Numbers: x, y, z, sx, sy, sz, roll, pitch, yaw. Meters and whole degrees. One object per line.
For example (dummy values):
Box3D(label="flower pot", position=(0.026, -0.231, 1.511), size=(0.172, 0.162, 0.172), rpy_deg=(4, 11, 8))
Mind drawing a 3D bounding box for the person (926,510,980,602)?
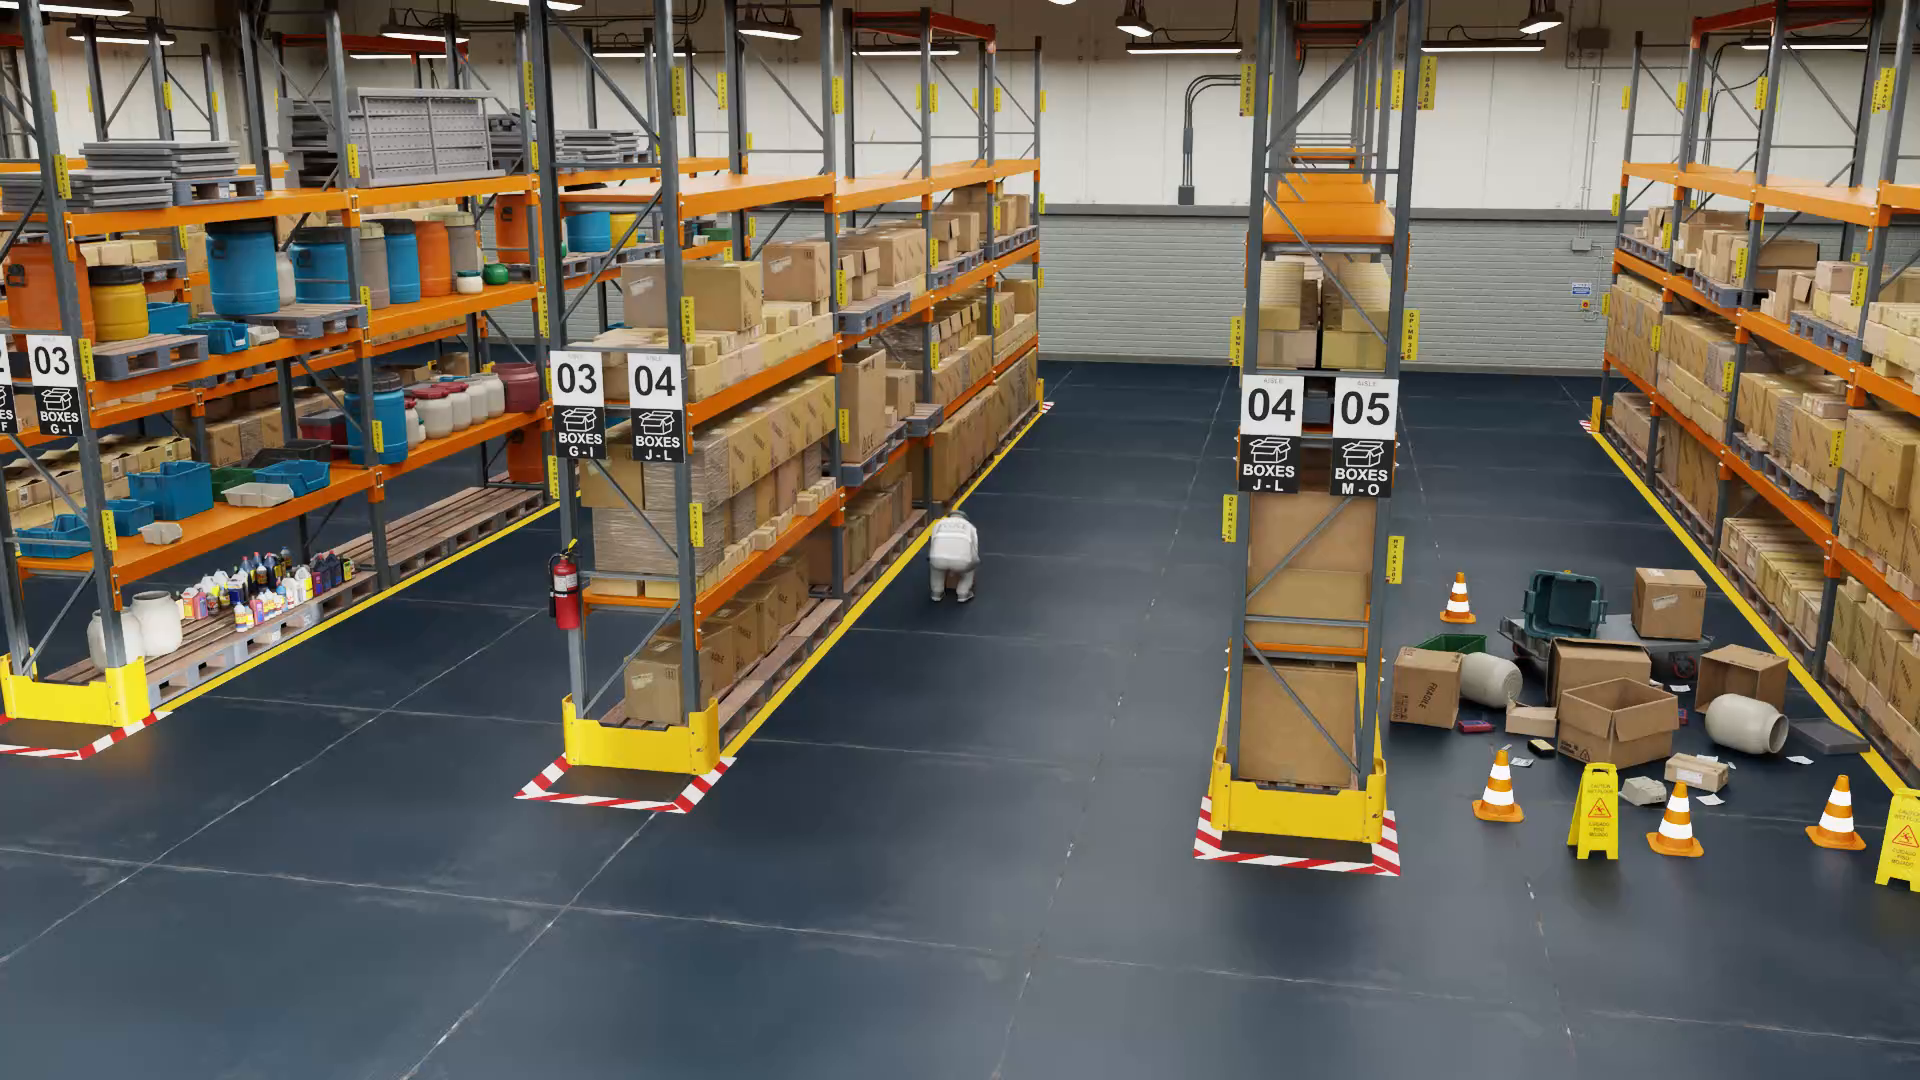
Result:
Box3D(label="person", position=(-0.062, 0.181, 17.235), size=(0.531, 0.829, 1.015), rpy_deg=(3, 15, 10))
